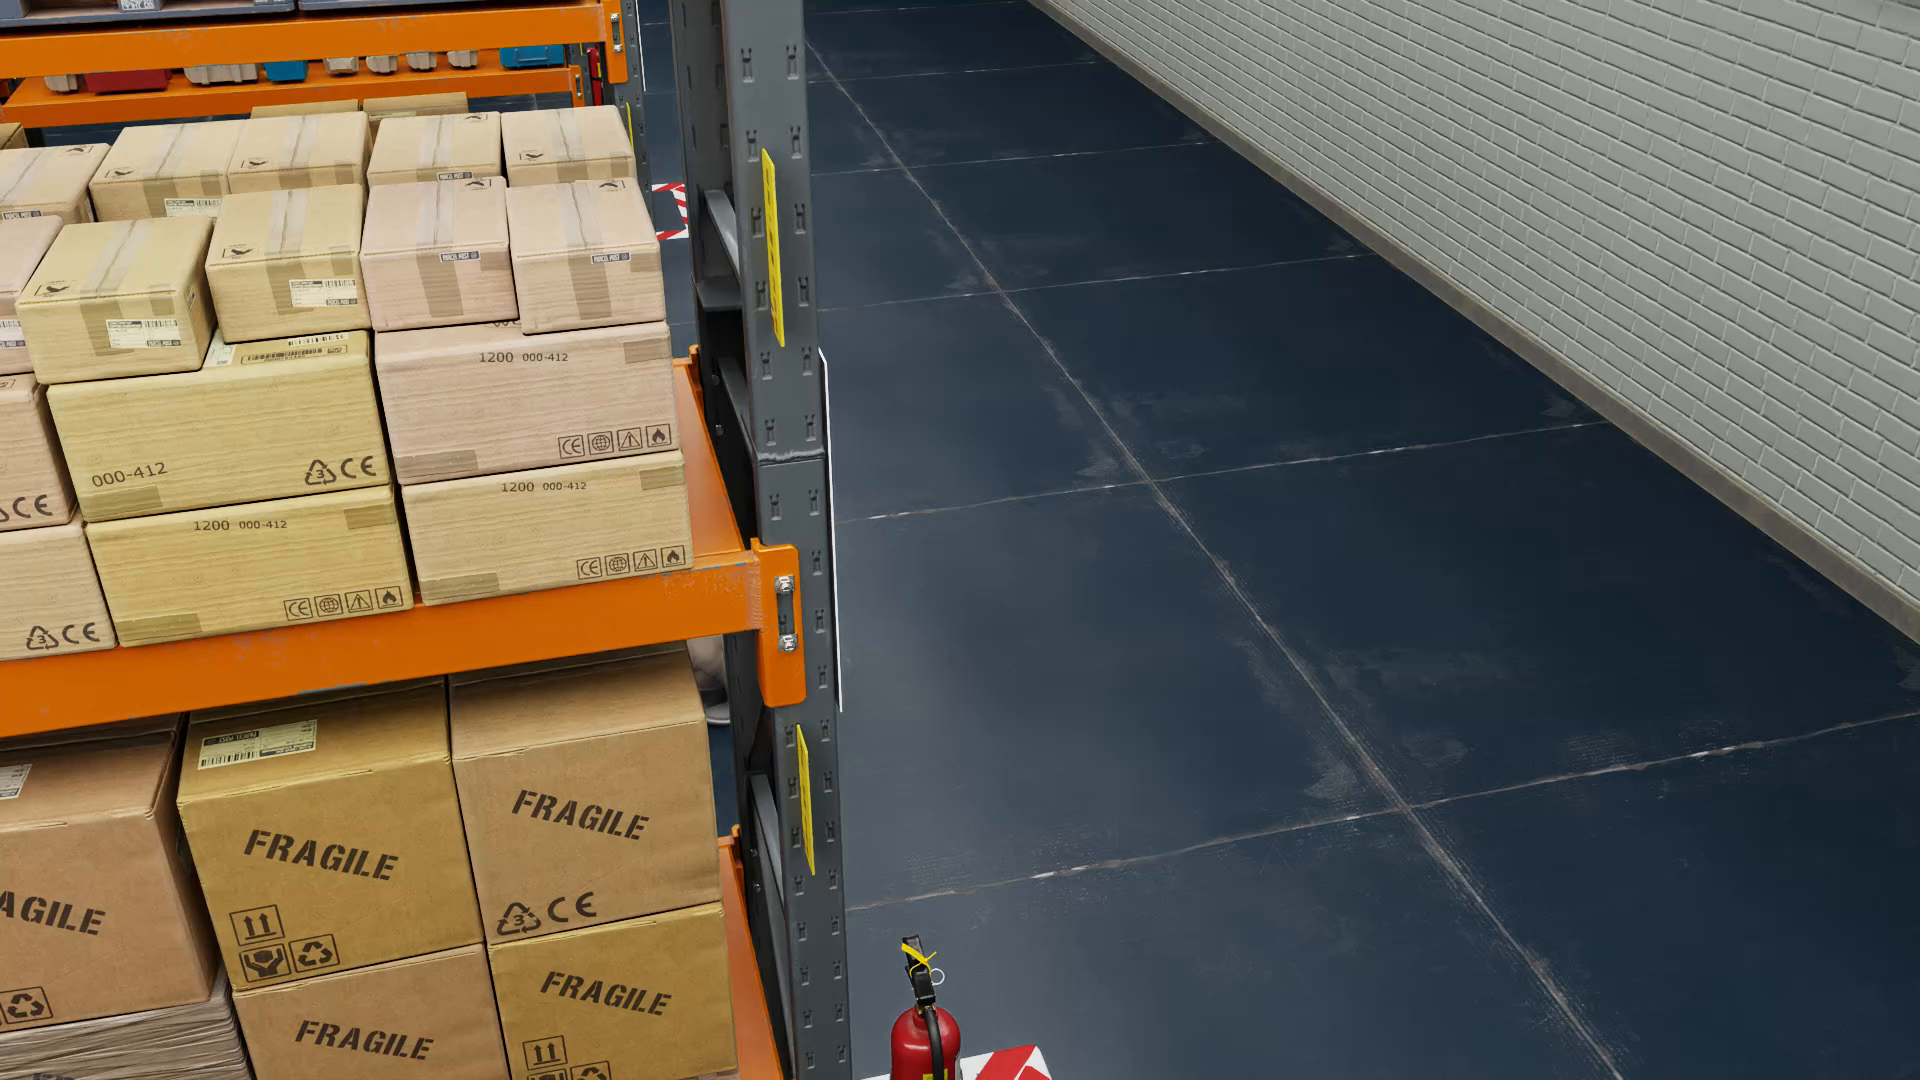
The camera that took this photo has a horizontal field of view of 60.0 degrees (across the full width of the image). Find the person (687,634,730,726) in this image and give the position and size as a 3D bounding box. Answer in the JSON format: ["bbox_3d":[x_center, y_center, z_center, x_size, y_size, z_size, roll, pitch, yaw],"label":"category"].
[{"bbox_3d":[-1.224,0.307,7.324,0.882,1.019,0.504,-9,31,-16],"label":"person"}]
